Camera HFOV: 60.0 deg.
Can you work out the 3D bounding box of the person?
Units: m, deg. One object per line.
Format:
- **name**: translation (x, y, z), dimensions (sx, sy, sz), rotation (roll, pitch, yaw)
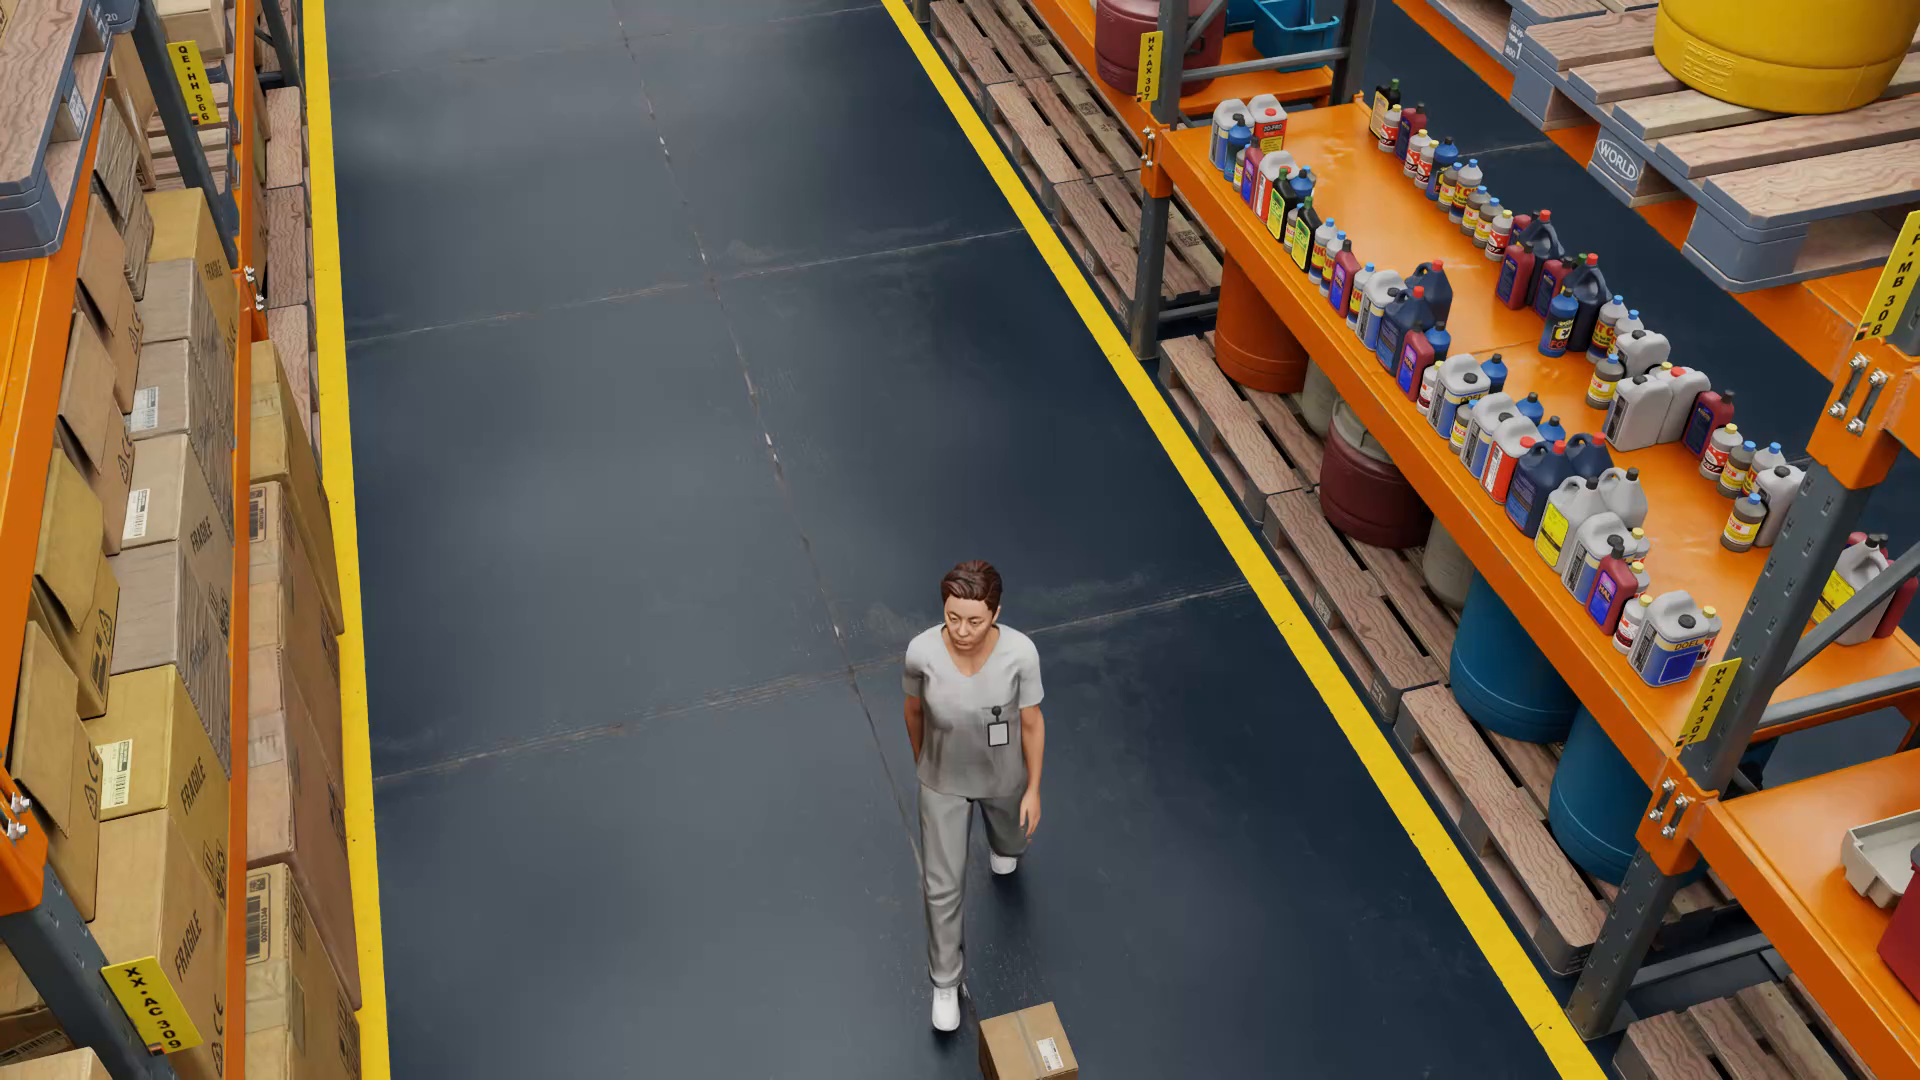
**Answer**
- **person**: translation (0.043, 0.762, 5.323), dimensions (0.444, 1.630, 0.911), rotation (-1, 42, -1)
